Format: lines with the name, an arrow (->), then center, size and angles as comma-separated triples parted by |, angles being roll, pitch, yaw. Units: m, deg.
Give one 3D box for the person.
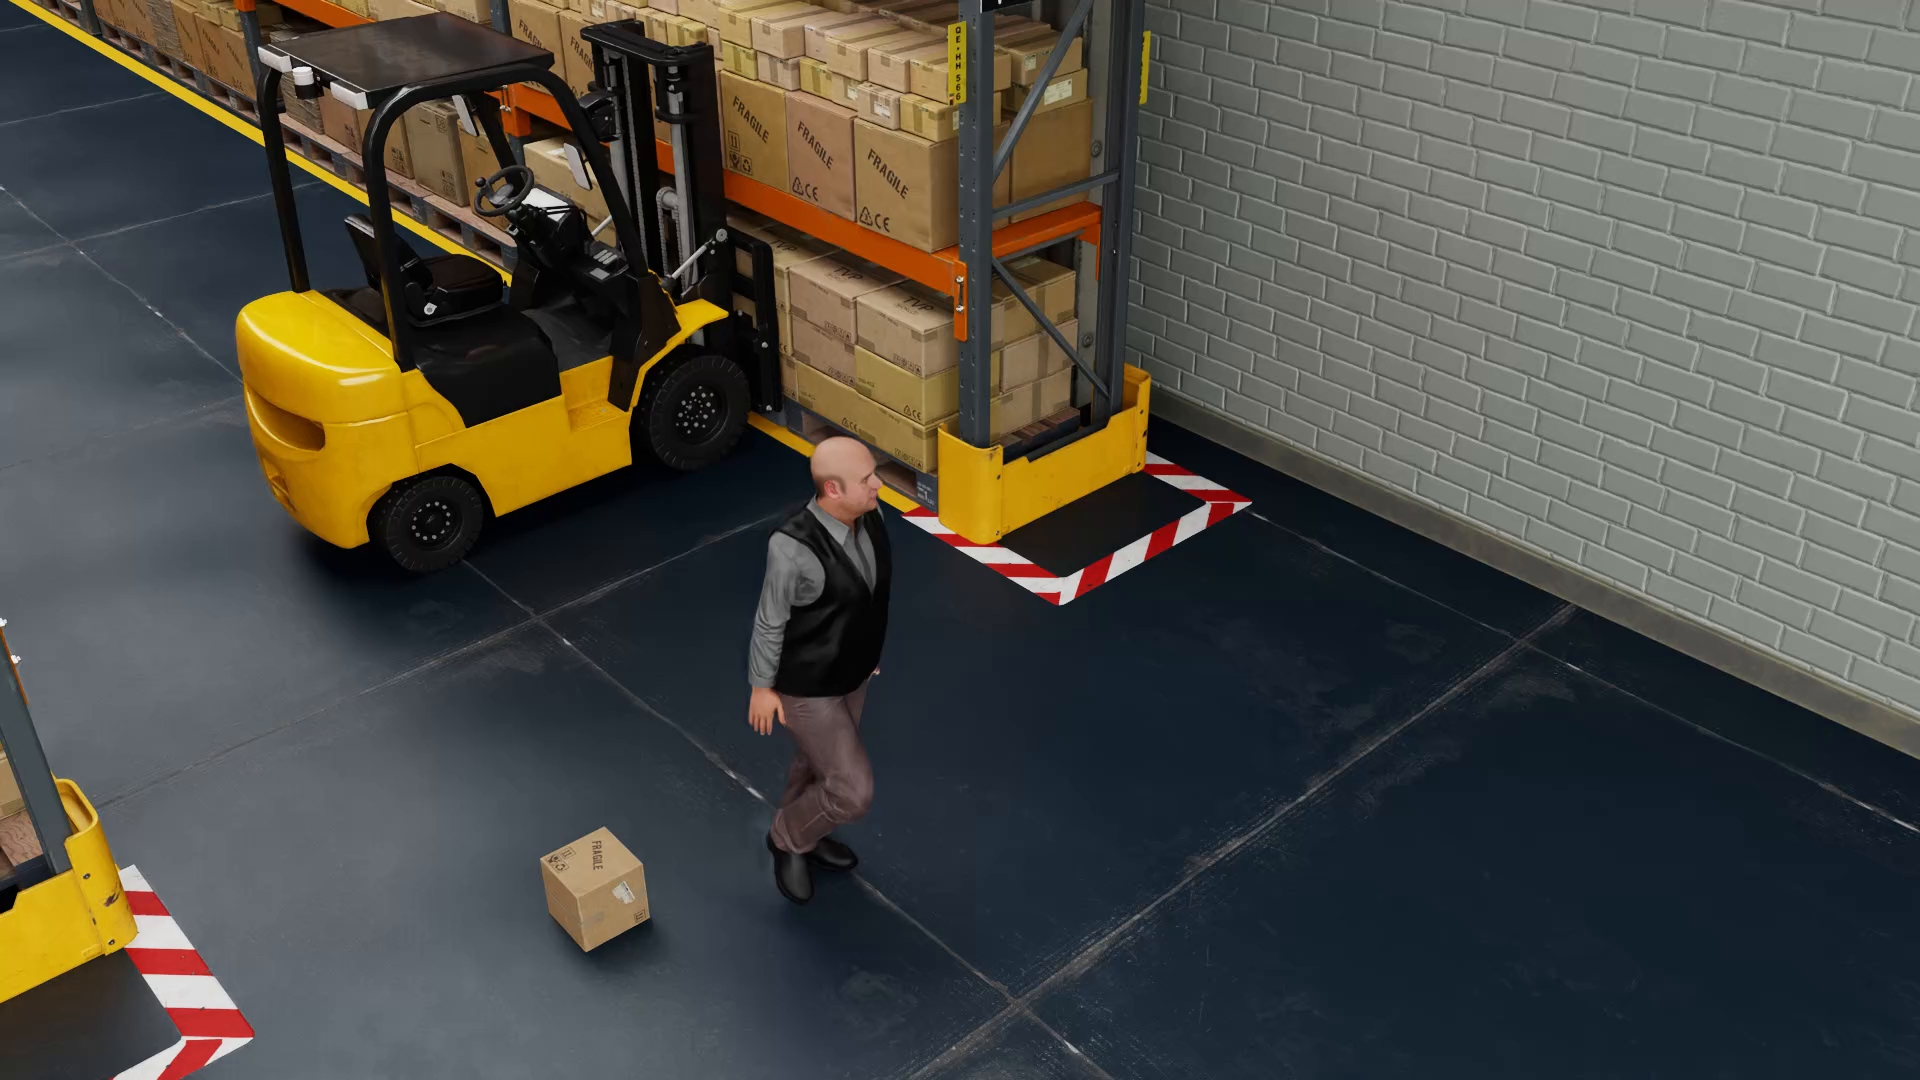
person -> -0.436, 0.422, 5.440 | 0.492, 1.707, 0.567 | 15, 35, 23
